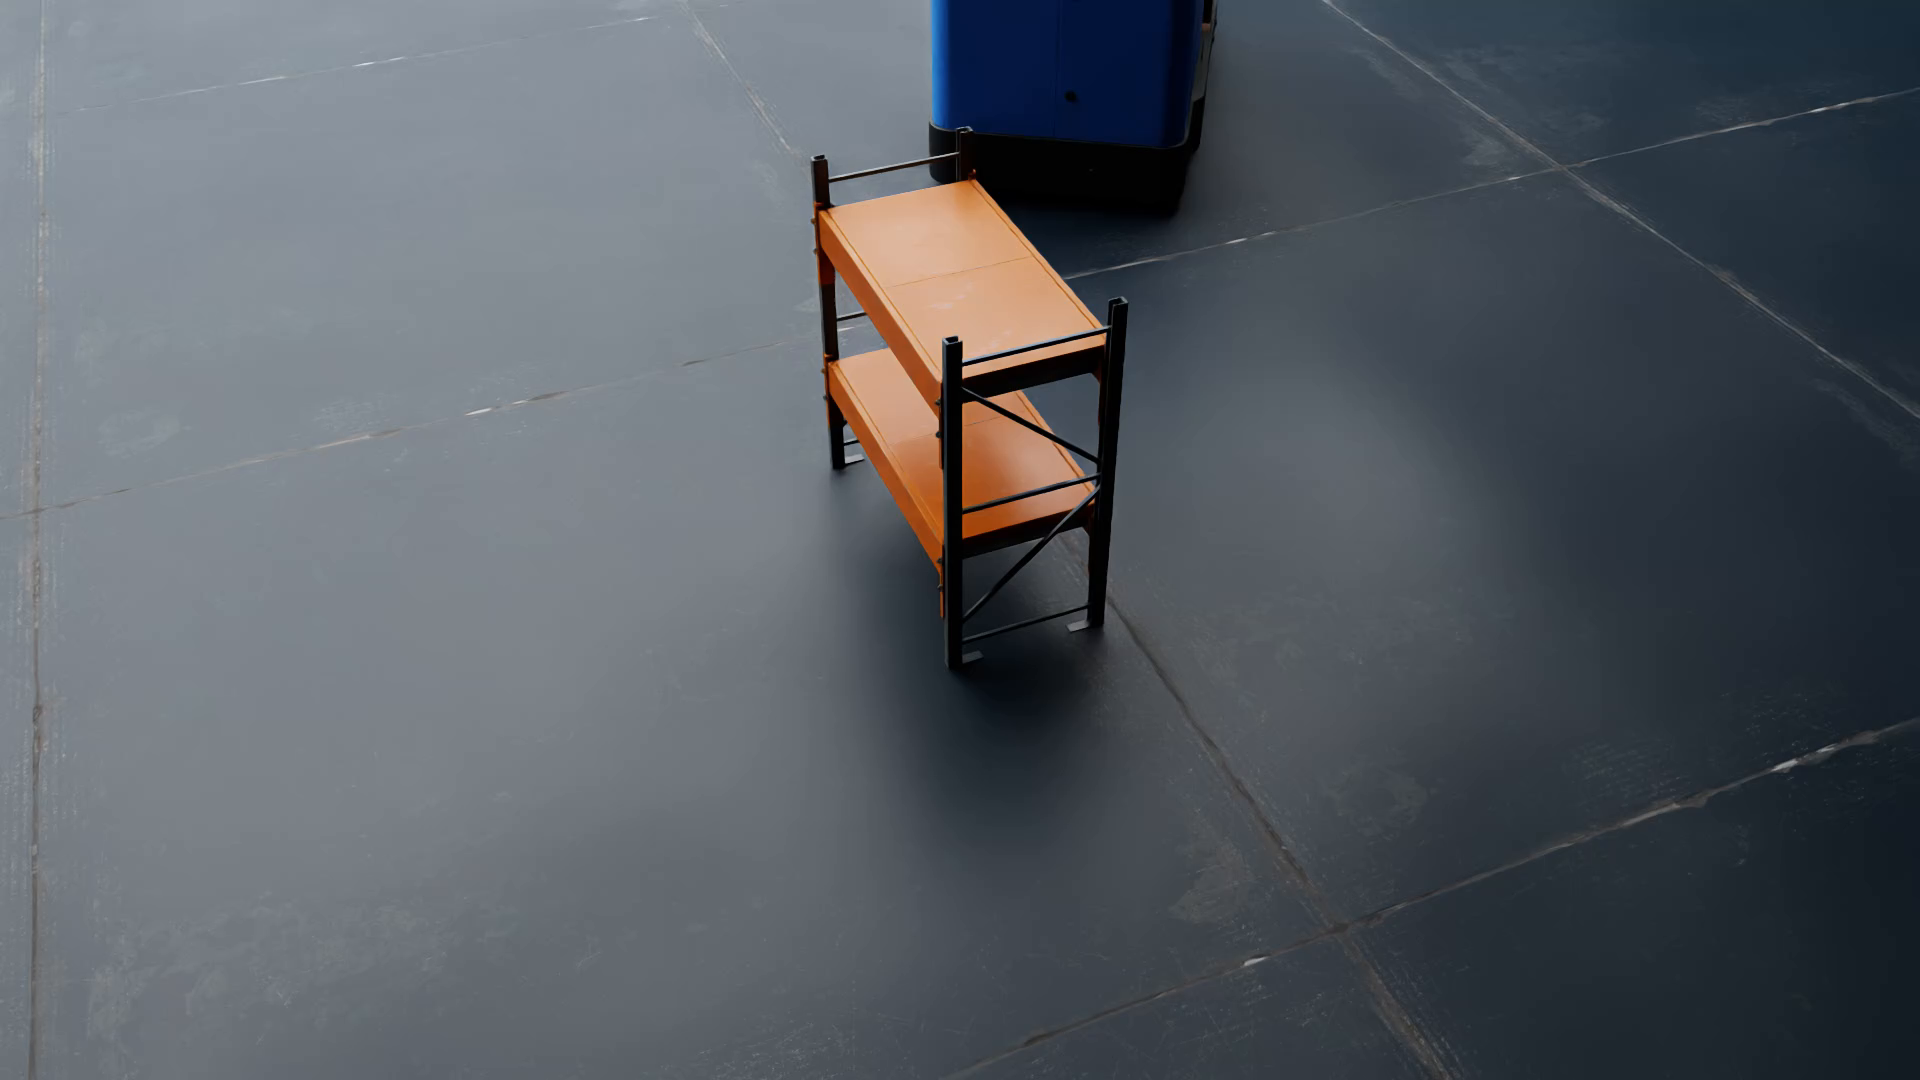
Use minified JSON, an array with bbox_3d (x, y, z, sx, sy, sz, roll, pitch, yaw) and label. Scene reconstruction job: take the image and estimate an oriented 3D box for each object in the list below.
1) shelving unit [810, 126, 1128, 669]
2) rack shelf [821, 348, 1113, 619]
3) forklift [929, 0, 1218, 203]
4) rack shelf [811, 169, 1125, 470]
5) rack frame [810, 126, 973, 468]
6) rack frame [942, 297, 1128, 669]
[{"bbox_3d":[-0.003,-0.431,4.888,0.538,1.125,1.048,-15,43,-17],"label":"shelving unit"},{"bbox_3d":[-0.003,-0.245,5.047,0.538,0.278,1.000,-15,43,-17],"label":"rack shelf"},{"bbox_3d":[0.641,-3.441,7.004,1.130,2.935,3.031,7,41,8],"label":"forklift"},{"bbox_3d":[-0.003,-0.652,4.697,0.538,0.278,1.000,-15,43,-17],"label":"rack shelf"},{"bbox_3d":[-0.197,-0.737,5.244,0.500,1.125,0.032,-15,43,-17],"label":"rack frame"},{"bbox_3d":[0.192,-0.124,4.532,0.500,1.125,0.032,-15,43,-17],"label":"rack frame"}]
